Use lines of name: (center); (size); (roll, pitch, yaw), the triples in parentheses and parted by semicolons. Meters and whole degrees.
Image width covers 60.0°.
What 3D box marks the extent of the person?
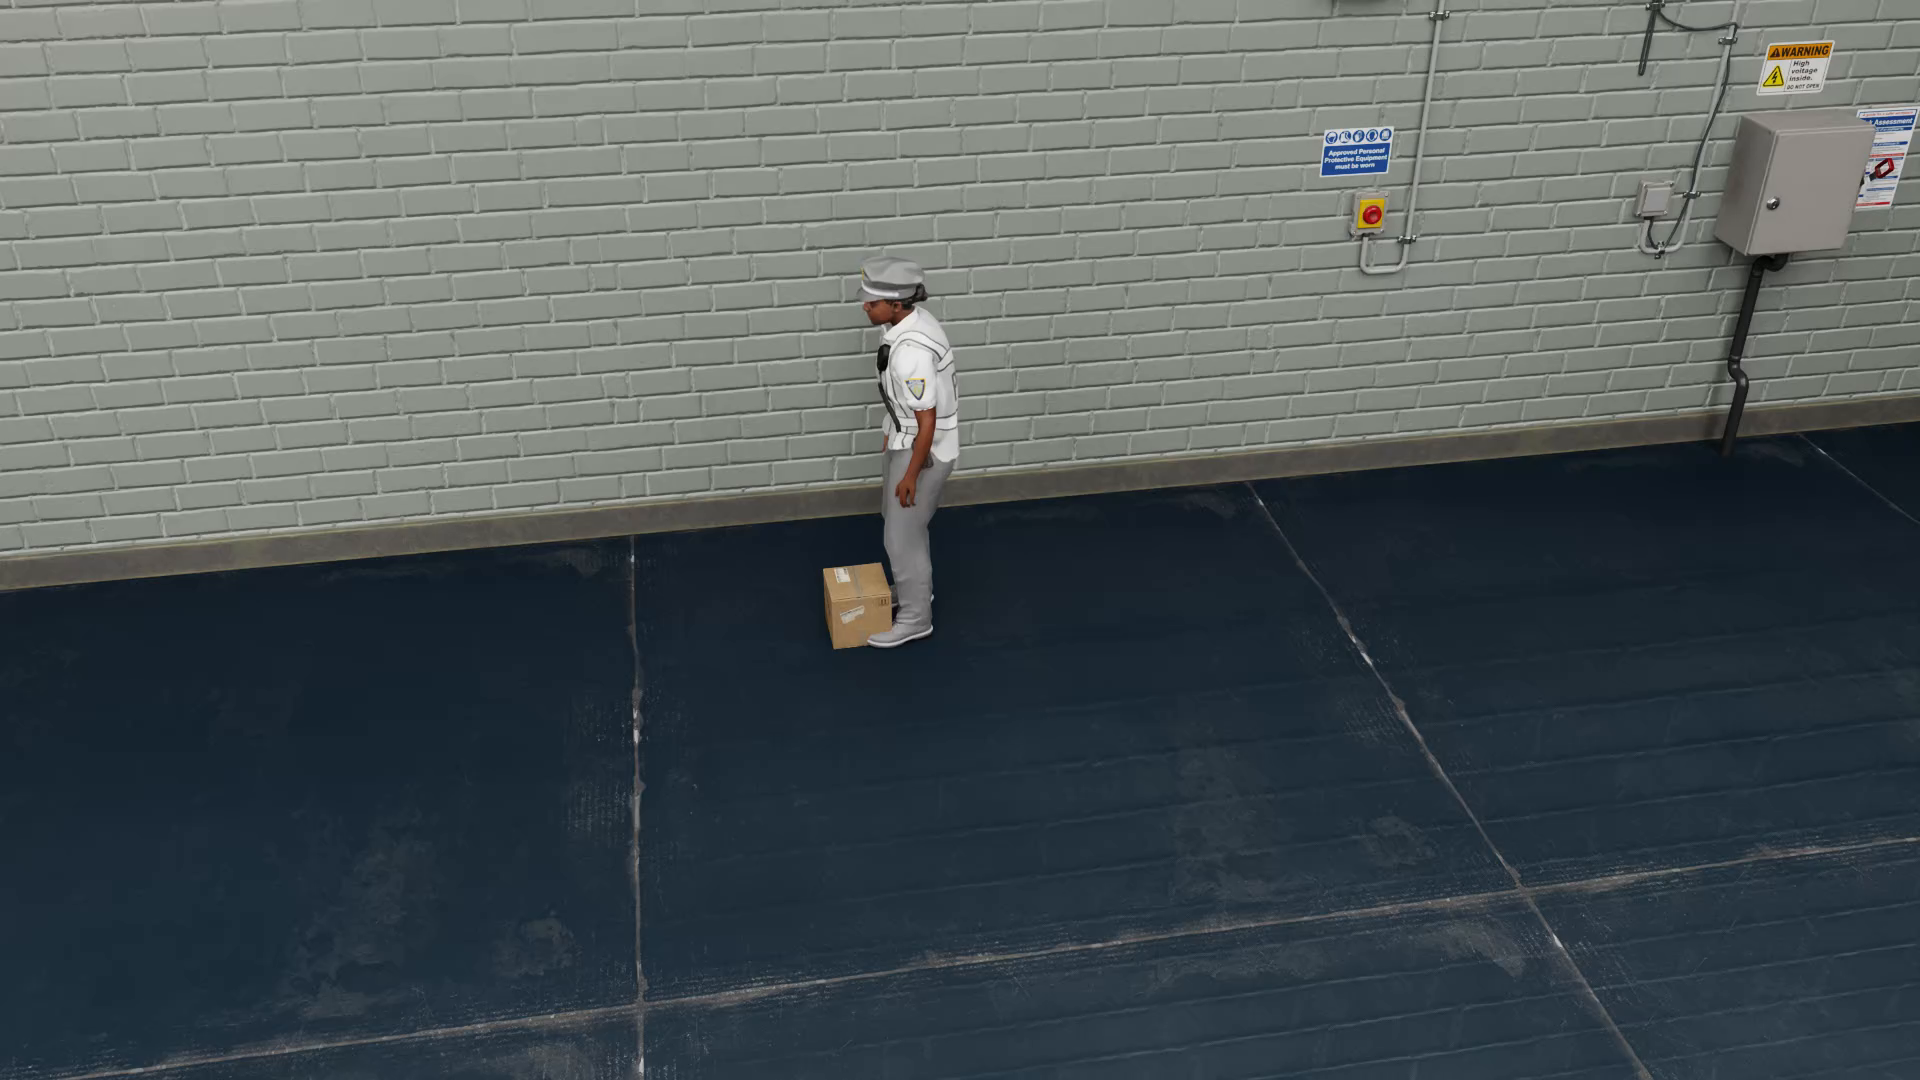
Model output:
person: (-0.216, -0.354, 6.723); (0.415, 1.660, 0.506); (-5, 31, -8)
